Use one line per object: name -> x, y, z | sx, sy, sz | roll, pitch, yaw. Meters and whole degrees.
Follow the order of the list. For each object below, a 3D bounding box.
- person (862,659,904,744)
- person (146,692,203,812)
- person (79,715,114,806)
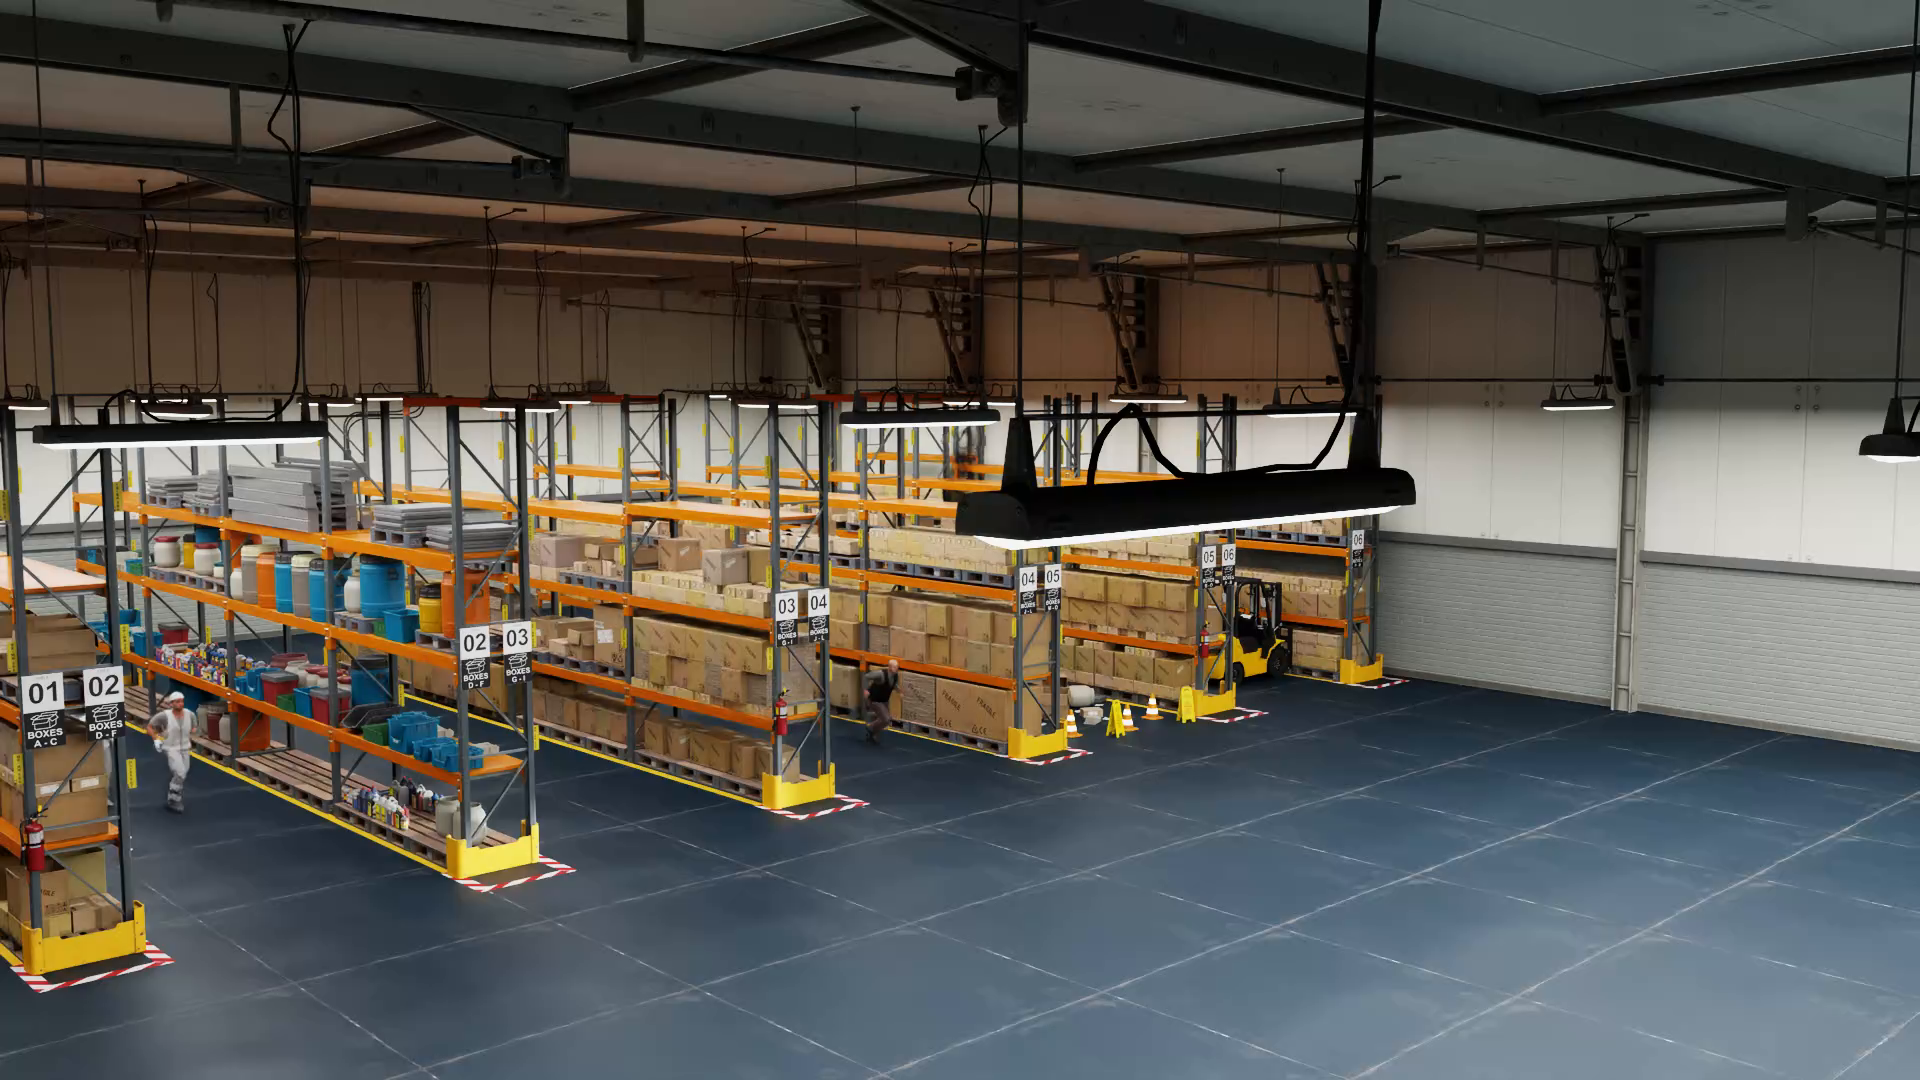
person -> -1.353, 2.796, 28.609 | 0.871, 1.550, 0.685 | 5, 7, 41
person -> -11.462, 3.107, 24.345 | 0.767, 1.795, 0.656 | 4, 7, 37
person -> -12.866, 3.111, 24.760 | 0.724, 1.654, 0.625 | 4, 7, 36
